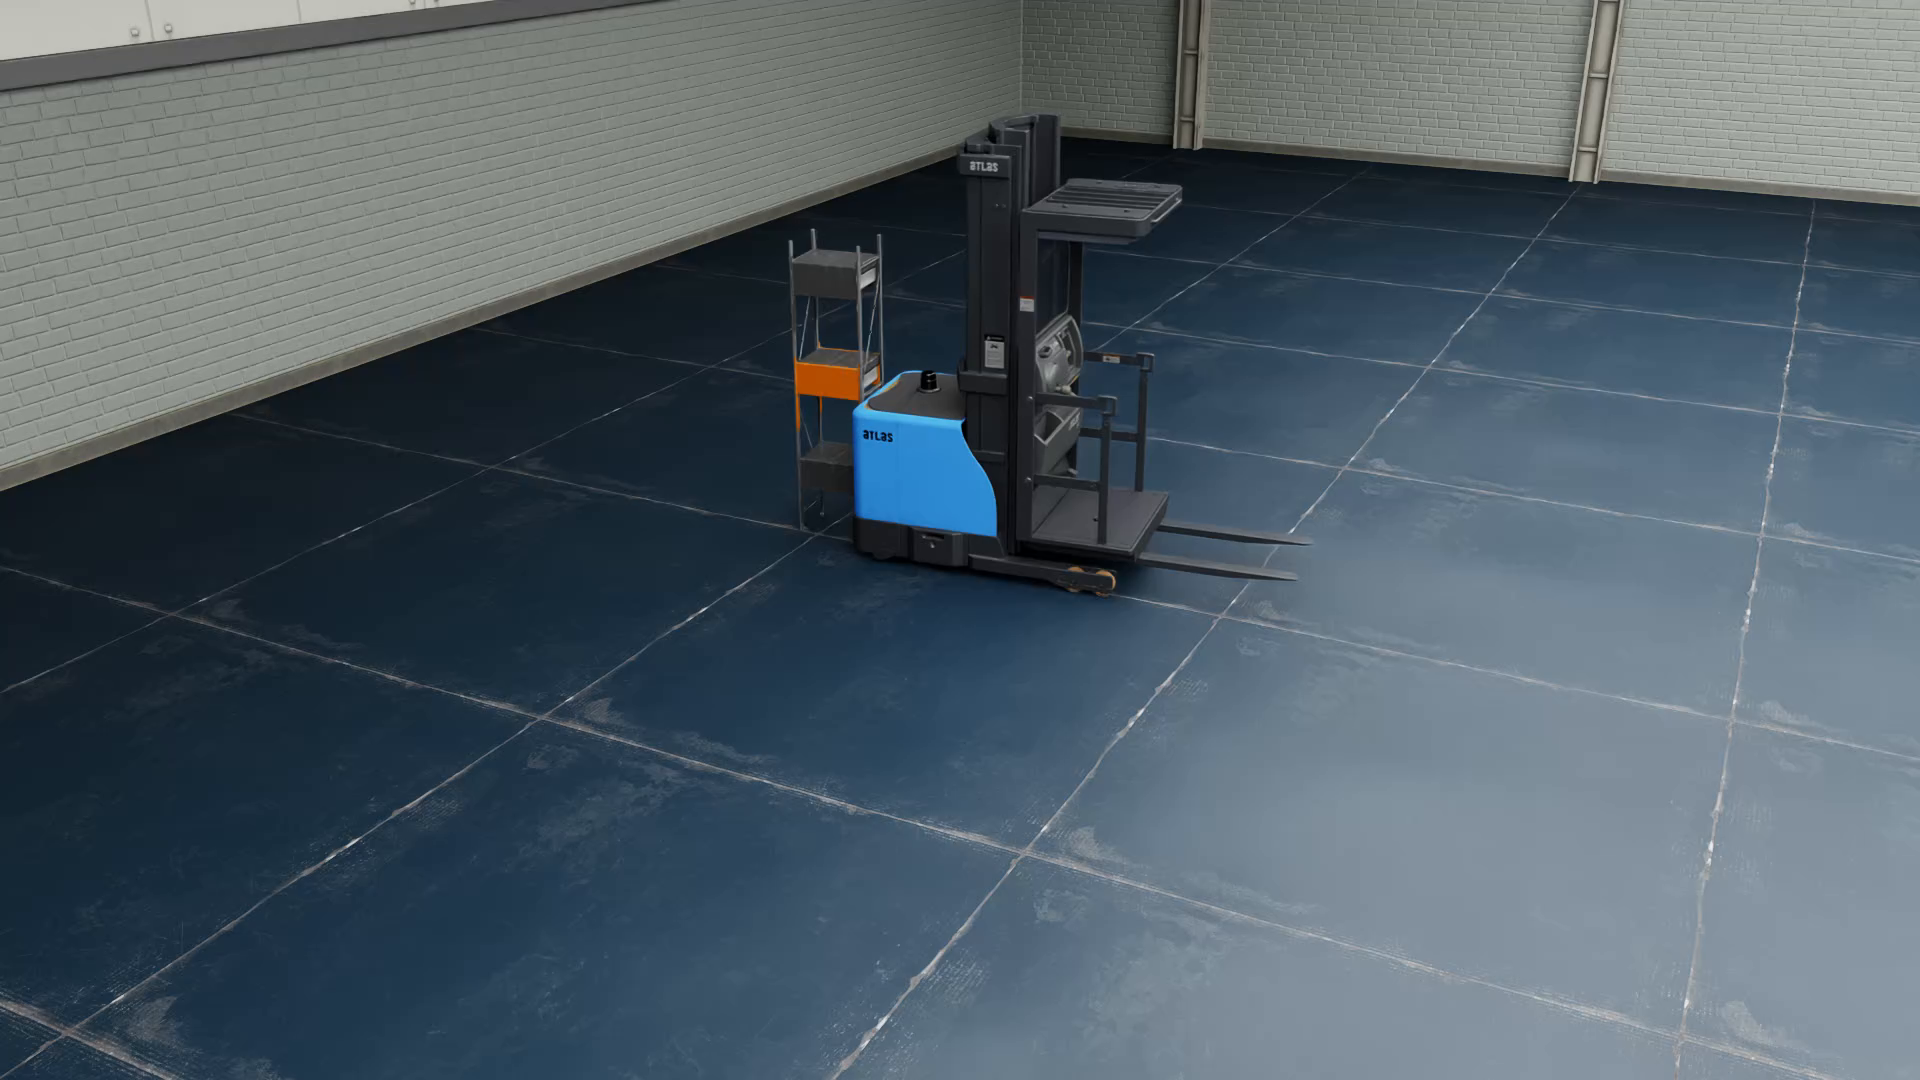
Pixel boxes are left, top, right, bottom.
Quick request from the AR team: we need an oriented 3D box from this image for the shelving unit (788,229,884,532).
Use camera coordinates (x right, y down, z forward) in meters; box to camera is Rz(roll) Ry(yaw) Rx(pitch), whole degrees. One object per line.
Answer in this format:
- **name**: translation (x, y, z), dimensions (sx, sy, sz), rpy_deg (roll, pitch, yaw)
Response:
- **shelving unit**: translation (-0.839, -1.064, 11.570), dimensions (0.503, 2.100, 0.431), rpy_deg (8, 24, 18)

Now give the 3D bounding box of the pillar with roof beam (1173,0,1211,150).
- **pillar with roof beam**: translation (1.671, -8.862, 21.089), dimensions (0.400, 9.000, 9.100), rpy_deg (11, 25, 25)

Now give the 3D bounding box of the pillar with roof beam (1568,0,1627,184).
- **pillar with roof beam**: translation (7.025, -7.802, 18.597), dimensions (0.400, 9.000, 9.100), rpy_deg (11, 25, 25)

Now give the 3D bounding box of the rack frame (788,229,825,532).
- **rack frame**: translation (-1.069, -1.096, 11.645), dimensions (0.015, 2.100, 0.400), rpy_deg (8, 24, 18)

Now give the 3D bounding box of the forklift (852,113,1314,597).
- **forklift**: translation (0.837, -1.213, 10.856), dimensions (3.031, 2.935, 1.130), rpy_deg (8, 24, 18)

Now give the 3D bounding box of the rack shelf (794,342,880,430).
- **rack shelf**: translation (-0.839, -1.052, 11.575), dimensions (0.480, 0.518, 0.431), rpy_deg (8, 24, 18)

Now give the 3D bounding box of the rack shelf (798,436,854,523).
- **rack shelf**: translation (-0.839, -0.408, 11.849), dimensions (0.480, 0.518, 0.431), rpy_deg (8, 24, 18)

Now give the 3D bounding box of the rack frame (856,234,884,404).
- **rack frame**: translation (-0.609, -1.032, 11.495), dimensions (0.015, 2.100, 0.400), rpy_deg (8, 24, 18)

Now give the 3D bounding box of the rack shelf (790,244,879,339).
- **rack shelf**: translation (-0.839, -1.696, 11.301), dimensions (0.480, 0.518, 0.431), rpy_deg (8, 24, 18)
